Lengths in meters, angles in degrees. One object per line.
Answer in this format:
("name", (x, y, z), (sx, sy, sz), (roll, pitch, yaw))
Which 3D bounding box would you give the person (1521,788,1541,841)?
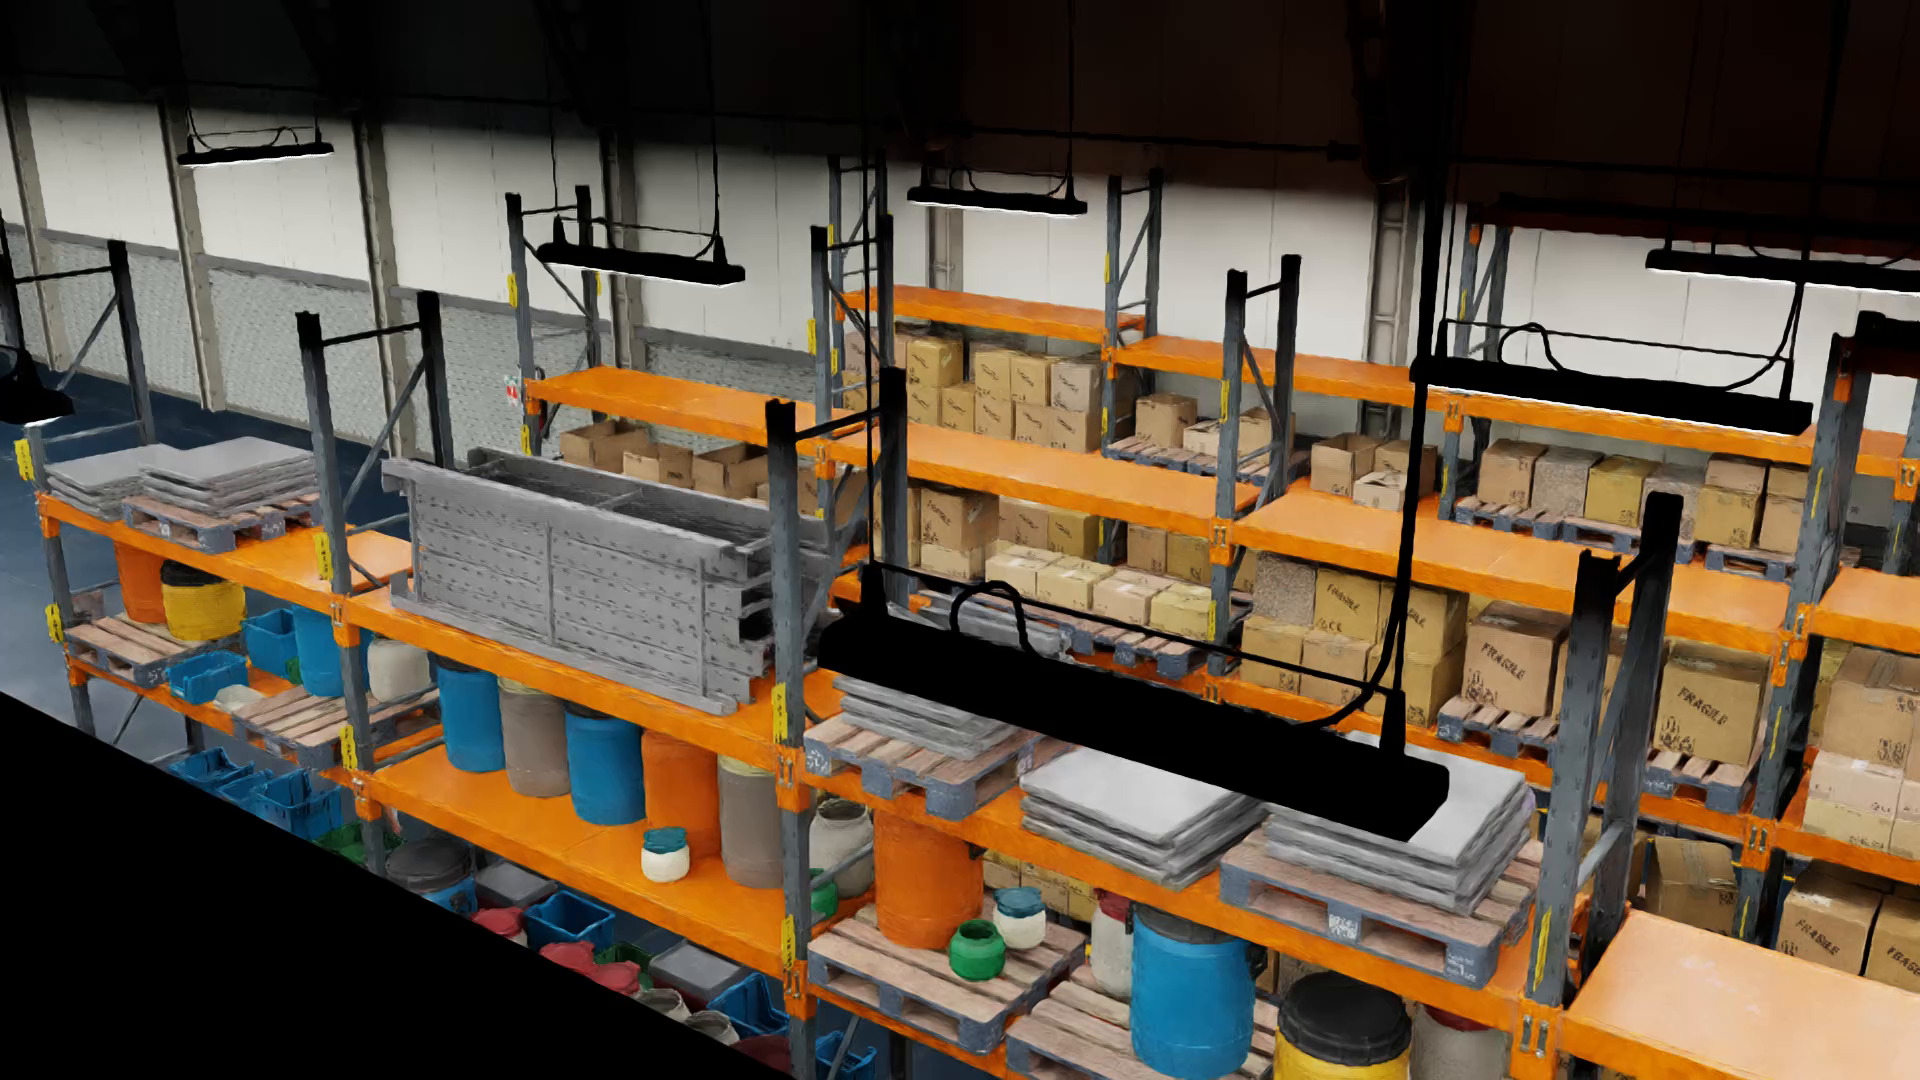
("person", (4.757, 2.713, 14.410), (0.617, 1.643, 0.483), (2, 19, 7))

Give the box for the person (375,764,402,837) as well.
("person", (-5.220, 2.522, 15.066), (0.528, 1.673, 0.522), (-14, 23, -35))
